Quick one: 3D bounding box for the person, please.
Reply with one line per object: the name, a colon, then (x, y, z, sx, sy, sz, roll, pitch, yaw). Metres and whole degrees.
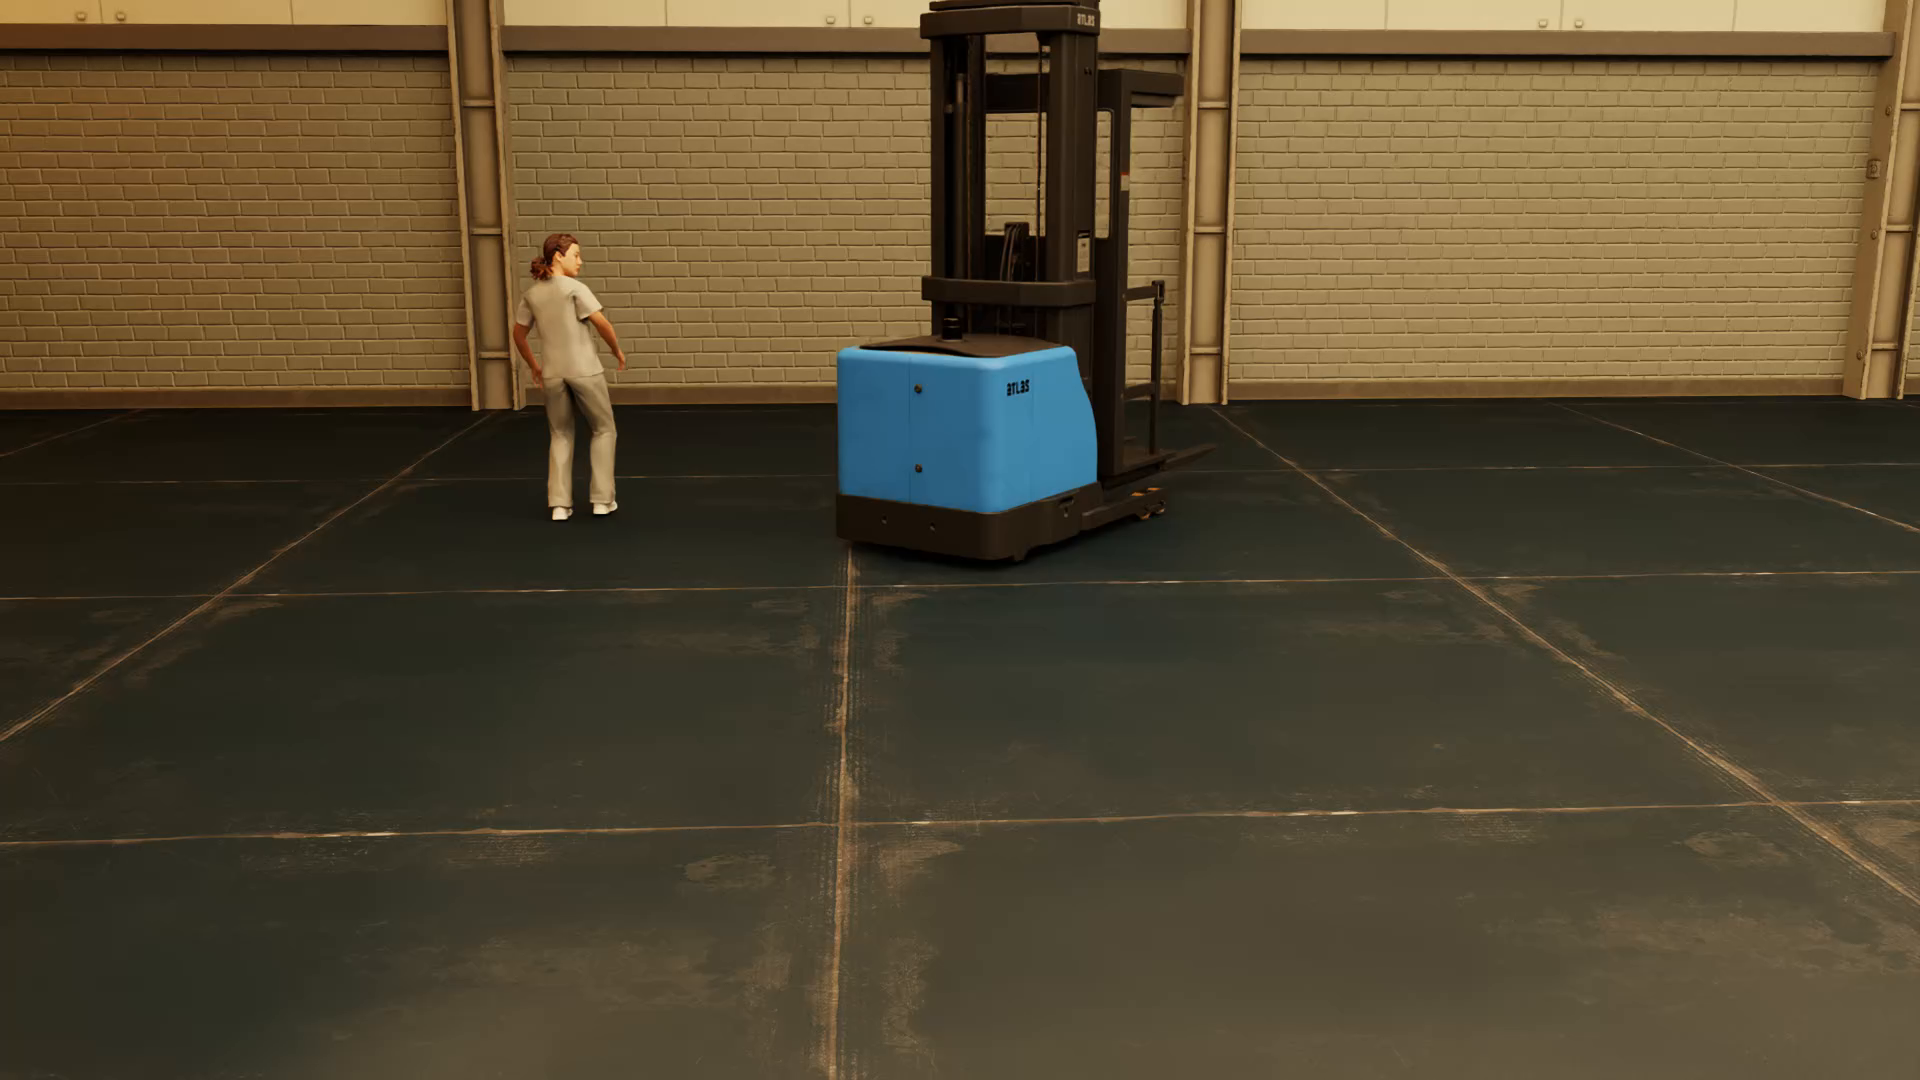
person: (-2.245, -0.941, 9.599, 0.638, 1.633, 0.473, 3, 13, 12)

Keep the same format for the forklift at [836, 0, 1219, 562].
forklift: (0.572, -1.591, 9.499, 1.130, 2.935, 3.031, 8, 15, 33)
